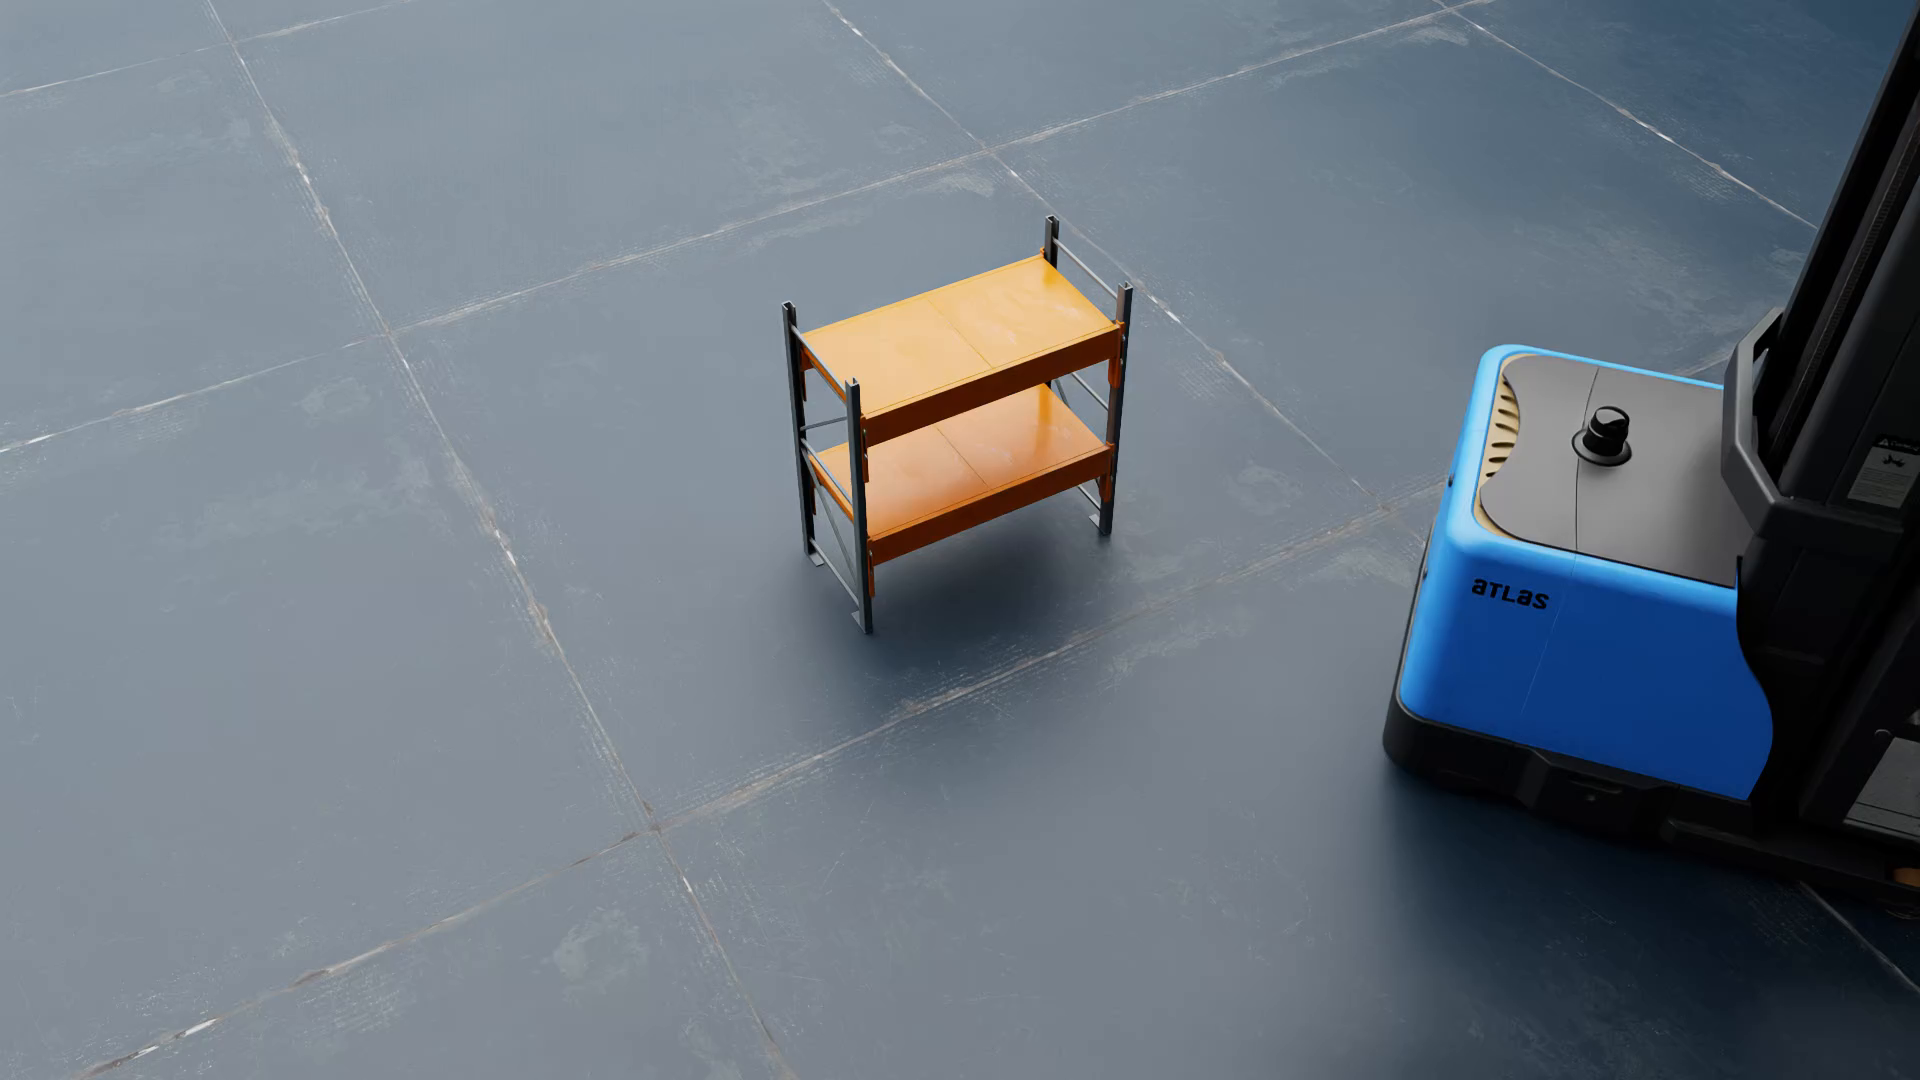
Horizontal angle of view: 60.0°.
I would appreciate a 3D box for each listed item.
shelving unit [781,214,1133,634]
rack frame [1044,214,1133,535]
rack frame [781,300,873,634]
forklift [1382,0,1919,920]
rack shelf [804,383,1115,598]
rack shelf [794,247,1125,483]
[{"bbox_3d":[-0.006,-0.401,5.856,1.048,1.125,0.538,-22,48,-21],"label":"shelving unit"},{"bbox_3d":[0.435,-0.578,6.038,0.032,1.125,0.500,-22,48,-21],"label":"rack frame"},{"bbox_3d":[-0.447,-0.225,5.674,0.032,1.125,0.500,-22,48,-21],"label":"rack frame"},{"bbox_3d":[2.960,-0.274,4.427,3.031,2.935,1.130,14,46,14],"label":"forklift"},{"bbox_3d":[-0.006,-0.226,6.026,1.000,0.278,0.538,-22,48,-21],"label":"rack shelf"},{"bbox_3d":[-0.006,-0.611,5.652,1.000,0.278,0.538,-22,48,-21],"label":"rack shelf"}]
